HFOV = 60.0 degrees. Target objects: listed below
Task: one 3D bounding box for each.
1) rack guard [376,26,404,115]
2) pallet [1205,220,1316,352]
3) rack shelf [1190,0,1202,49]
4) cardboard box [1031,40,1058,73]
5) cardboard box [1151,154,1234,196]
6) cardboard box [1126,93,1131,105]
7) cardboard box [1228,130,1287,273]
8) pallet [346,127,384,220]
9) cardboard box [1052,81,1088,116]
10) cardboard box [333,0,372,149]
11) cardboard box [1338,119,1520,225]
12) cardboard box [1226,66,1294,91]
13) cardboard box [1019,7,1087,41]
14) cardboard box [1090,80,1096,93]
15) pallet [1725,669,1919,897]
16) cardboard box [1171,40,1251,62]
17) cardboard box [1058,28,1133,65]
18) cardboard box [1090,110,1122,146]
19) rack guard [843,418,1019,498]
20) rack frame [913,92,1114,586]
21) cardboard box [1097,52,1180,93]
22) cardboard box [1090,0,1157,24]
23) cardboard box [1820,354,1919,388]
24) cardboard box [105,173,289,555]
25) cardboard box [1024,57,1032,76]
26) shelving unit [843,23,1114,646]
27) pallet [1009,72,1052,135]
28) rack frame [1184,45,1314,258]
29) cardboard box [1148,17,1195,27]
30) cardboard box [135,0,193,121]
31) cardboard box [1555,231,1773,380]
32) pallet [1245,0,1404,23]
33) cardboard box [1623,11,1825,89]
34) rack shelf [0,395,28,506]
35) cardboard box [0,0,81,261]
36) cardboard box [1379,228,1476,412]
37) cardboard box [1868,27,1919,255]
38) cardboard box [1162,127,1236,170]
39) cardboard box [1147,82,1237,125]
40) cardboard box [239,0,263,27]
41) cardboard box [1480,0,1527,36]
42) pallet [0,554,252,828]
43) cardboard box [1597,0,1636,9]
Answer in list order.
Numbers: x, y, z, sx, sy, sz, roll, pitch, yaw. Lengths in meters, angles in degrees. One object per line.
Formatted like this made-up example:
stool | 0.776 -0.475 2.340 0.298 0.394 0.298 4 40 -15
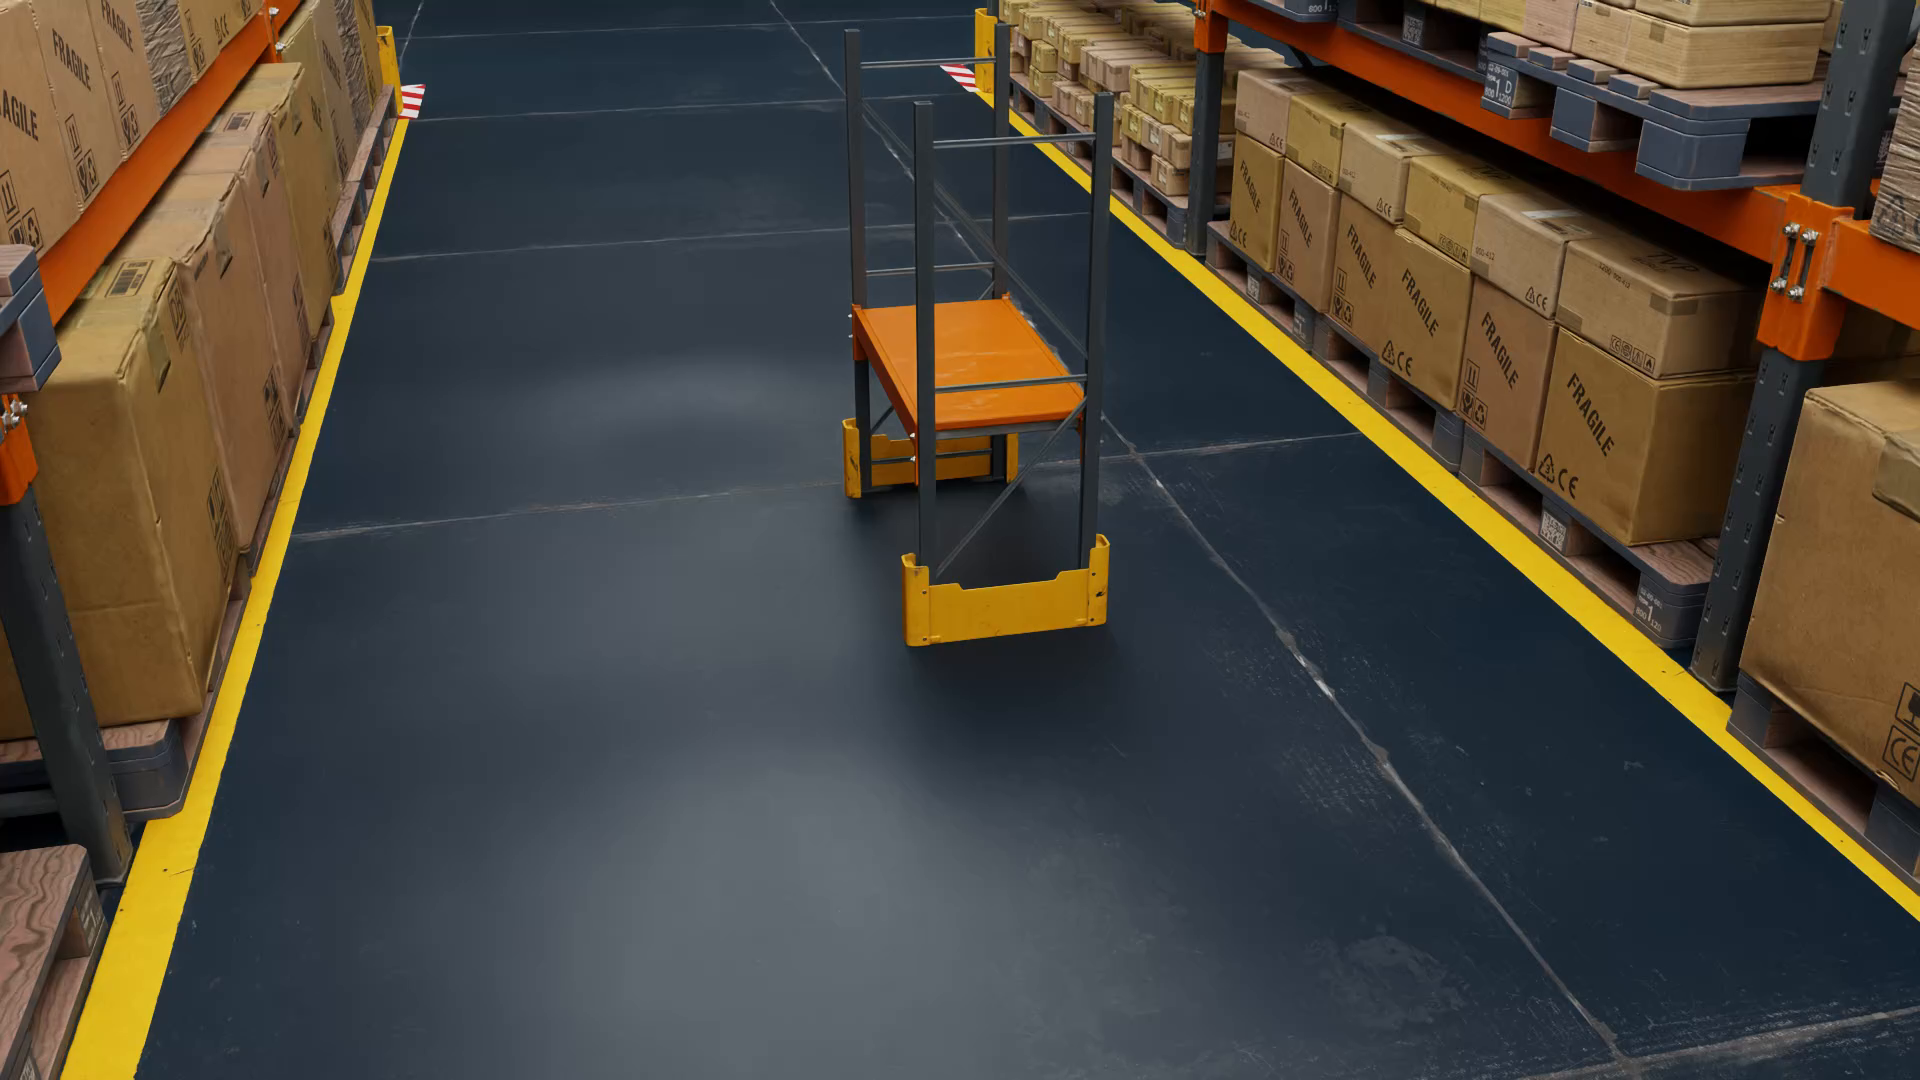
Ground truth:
rack guard | -4.179 -2.948 10.537 1.175 0.500 0.348 -6 27 -12
pallet | 1.760 -1.171 7.335 1.003 0.211 1.213 -6 27 -12
rack shelf | 1.132 -3.314 9.285 1.077 0.370 4.000 -6 27 -12
cardboard box | 0.649 -2.956 10.146 0.380 0.149 0.250 -5 27 -10
cardboard box | 1.162 -1.809 8.204 0.380 0.149 0.250 -6 27 -11
cardboard box | 1.090 -2.264 8.774 0.380 0.149 0.250 -6 27 -11
cardboard box | 1.491 -1.477 7.156 0.500 0.500 0.500 -5 27 -10
pallet | -3.646 -1.931 8.842 1.003 0.211 1.213 -6 27 -12
cardboard box | 0.761 -2.607 9.783 0.380 0.149 0.250 -7 28 -14
cardboard box | -3.747 -2.620 9.005 0.875 0.875 0.875 -6 27 -12
cardboard box | 1.725 -1.354 6.080 0.500 0.250 0.500 -5 27 -10
cardboard box | 1.598 -2.343 8.600 0.380 0.149 0.250 -6 27 -12
cardboard box | 0.580 -3.196 10.292 0.380 0.149 0.250 -6 27 -12
cardboard box | 0.954 -2.615 9.470 0.380 0.149 0.250 -5 27 -9
pallet | 2.588 0.598 3.832 1.003 0.211 1.213 -6 27 -12
cardboard box | 1.397 -2.686 9.280 0.380 0.149 0.250 -7 28 -14
cardboard box | 0.784 -2.853 9.611 0.380 0.149 0.250 -6 27 -11
cardboard box | 0.929 -2.264 9.104 0.380 0.149 0.250 -6 27 -12
rack guard | -0.095 -0.297 5.561 0.587 0.250 0.087 -6 27 -12
rack frame | 0.134 -0.409 4.396 0.500 1.500 0.032 -6 27 -12
cardboard box | 0.956 -2.515 8.942 0.380 0.149 0.250 -7 28 -14
cardboard box | 1.048 -3.371 10.637 0.380 0.149 0.250 -5 27 -11
cardboard box | 2.573 -0.409 5.040 0.500 0.500 0.500 -7 28 -14
cardboard box | -2.700 -0.478 4.760 1.225 0.875 0.875 -6 27 -11
cardboard box | 0.626 -3.059 10.679 0.380 0.149 0.250 -6 27 -12
shelving unit | 0.017 -0.636 4.846 0.587 1.500 1.083 -6 27 -12
pallet | 0.847 -2.875 10.711 1.003 0.211 1.213 -6 27 -12
rack frame | 1.583 -2.757 7.383 1.000 3.000 0.127 -6 27 -12
cardboard box | 1.342 -3.037 9.976 0.380 0.149 0.250 -5 27 -10
cardboard box | -2.563 -1.498 4.778 0.500 0.500 0.500 -6 27 -11
cardboard box | 2.075 -0.681 4.746 0.500 0.250 0.500 -7 28 -13
pallet | 1.613 -2.321 6.733 1.003 0.211 1.213 -6 27 -12
cardboard box | 1.925 -1.246 4.203 0.380 0.149 0.250 -5 27 -11
rack shelf | -1.920 0.657 1.417 1.077 0.370 4.000 -6 27 -12
cardboard box | -2.215 -0.827 3.449 0.500 0.500 0.500 -5 27 -10
cardboard box | 1.833 -0.794 5.802 0.500 0.500 0.500 -7 28 -14
cardboard box | 2.322 -0.821 3.437 0.500 0.500 0.500 -6 27 -11
cardboard box | 1.202 -1.911 8.074 0.380 0.149 0.250 -5 27 -11
cardboard box | 1.153 -2.175 8.268 0.380 0.149 0.250 -6 27 -11
cardboard box | -2.901 -2.165 6.099 0.500 0.500 0.500 -6 27 -11
cardboard box | 1.760 -1.578 4.860 0.380 0.149 0.250 -6 27 -12
pallet | -2.475 0.349 4.324 1.003 0.211 1.213 -6 27 -12
cardboard box | 1.867 -1.497 4.369 0.380 0.149 0.250 -5 27 -10
